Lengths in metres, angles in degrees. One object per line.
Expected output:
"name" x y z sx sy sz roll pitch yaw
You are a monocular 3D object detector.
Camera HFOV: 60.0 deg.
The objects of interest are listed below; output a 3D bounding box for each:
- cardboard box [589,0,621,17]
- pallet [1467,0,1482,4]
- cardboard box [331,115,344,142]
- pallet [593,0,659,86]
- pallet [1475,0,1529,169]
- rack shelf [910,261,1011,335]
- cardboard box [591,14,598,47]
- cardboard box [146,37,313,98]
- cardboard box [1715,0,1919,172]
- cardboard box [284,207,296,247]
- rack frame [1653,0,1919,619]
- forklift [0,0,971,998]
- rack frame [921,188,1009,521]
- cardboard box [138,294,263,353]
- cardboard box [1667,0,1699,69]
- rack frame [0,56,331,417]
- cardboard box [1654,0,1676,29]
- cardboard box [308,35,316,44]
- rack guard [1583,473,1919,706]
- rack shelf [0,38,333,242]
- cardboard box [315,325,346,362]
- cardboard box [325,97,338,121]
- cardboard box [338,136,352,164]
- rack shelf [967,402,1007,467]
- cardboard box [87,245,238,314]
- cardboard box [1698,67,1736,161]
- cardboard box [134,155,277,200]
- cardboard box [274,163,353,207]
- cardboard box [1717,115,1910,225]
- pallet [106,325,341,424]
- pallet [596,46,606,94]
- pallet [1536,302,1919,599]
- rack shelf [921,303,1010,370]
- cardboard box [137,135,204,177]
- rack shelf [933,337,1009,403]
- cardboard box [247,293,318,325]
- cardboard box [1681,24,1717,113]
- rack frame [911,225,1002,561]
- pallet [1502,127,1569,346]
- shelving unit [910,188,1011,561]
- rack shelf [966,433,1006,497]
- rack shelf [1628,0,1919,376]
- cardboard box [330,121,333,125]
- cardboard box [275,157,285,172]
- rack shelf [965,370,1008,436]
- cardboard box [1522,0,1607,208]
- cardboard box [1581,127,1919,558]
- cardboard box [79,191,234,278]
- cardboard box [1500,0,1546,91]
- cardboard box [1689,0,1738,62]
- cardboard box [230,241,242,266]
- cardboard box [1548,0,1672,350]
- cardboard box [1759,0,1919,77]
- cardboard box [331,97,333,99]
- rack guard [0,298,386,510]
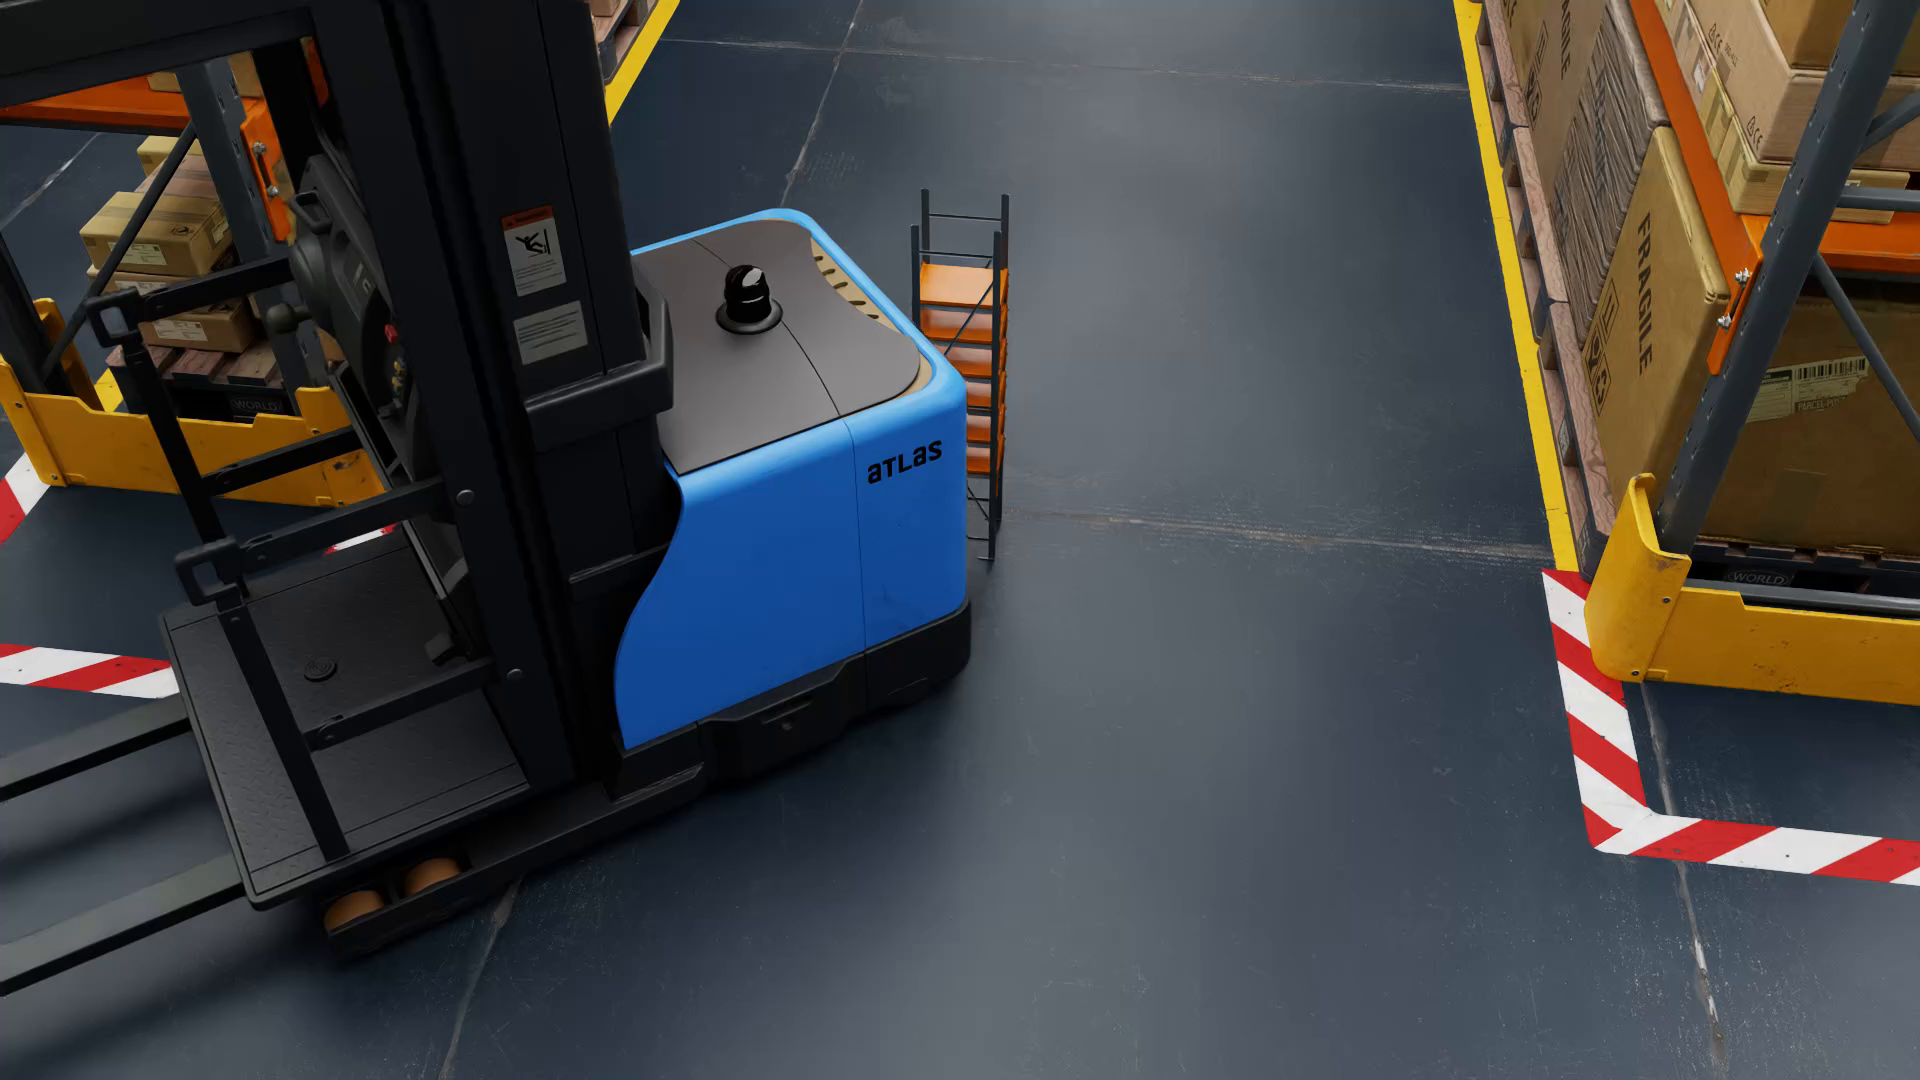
"cardboard box" -1.723 -2.477 7.452 0.380 0.149 0.250 4 44 4
"pallet" 3.010 -3.014 8.279 1.003 0.211 1.213 5 44 6
"cardboard box" -2.015 -1.482 5.969 0.380 0.149 0.250 3 44 3
"pallet" -1.974 -2.540 7.779 1.003 0.211 1.213 5 44 6
"pallet" 2.805 -1.970 7.177 1.003 0.211 1.213 5 44 6
"rack shelf" 0.002 -0.675 4.631 0.258 0.103 0.180 5 44 6
"cardboard box" -1.771 -2.127 7.083 0.380 0.149 0.250 5 44 5
"cardboard box" -2.082 -1.387 4.716 0.380 0.149 0.250 5 44 5
"cardboard box" 2.255 -1.175 4.202 0.500 0.250 0.500 5 44 5
"cardboard box" -2.043 -0.947 5.403 0.380 0.149 0.250 3 44 4
"rack frame" 2.454 -0.767 3.879 1.000 3.000 0.127 5 44 6
"forklift" -1.501 -0.447 3.590 3.031 2.935 1.130 -22 48 -22
"rack frame" 0.014 -0.508 4.914 0.240 1.200 0.006 5 44 6
"cardboard box" -2.586 -0.782 5.662 0.380 0.149 0.250 6 44 6
"cardboard box" 2.276 -1.468 4.801 0.380 0.149 0.250 6 44 6
"rack frame" -2.449 -1.287 4.428 1.000 3.000 0.127 5 44 6
"cardboard box" 2.308 -1.645 4.988 0.380 0.149 0.250 4 44 5
"cardboard box" -2.089 -1.564 4.903 0.380 0.149 0.250 7 44 7
"rack guard" 2.451 0.157 4.721 1.175 0.500 0.348 5 44 6
"rack shelf" -2.185 -2.389 6.114 1.077 0.370 4.000 5 44 6
"cardboard box" -2.063 -0.732 5.610 0.380 0.149 0.250 6 44 6
"cardboard box" -2.540 -1.606 6.317 0.380 0.149 0.250 6 44 6
"cardboard box" -1.966 -1.305 5.782 0.380 0.149 0.250 5 44 5
"rack shelf" 0.002 -0.326 4.961 0.258 0.103 0.180 5 44 6
"cardboard box" -2.662 -0.898 5.568 0.380 0.149 0.250 4 44 4
"cardboard box" 2.207 -1.126 4.440 0.380 0.149 0.250 6 44 6
"cardboard box" -2.540 -1.170 5.640 0.380 0.149 0.250 6 44 6
"cardboard box" -2.126 -1.145 5.613 0.380 0.149 0.250 6 44 6
"cardboard box" 2.175 -0.949 4.253 0.380 0.149 0.250 6 44 6
"pallet" -2.297 -0.877 6.022 1.003 0.211 1.213 5 44 6
"pallet" -2.133 -1.706 6.898 1.003 0.211 1.213 5 44 6
"pallet" 2.482 -0.307 5.421 1.003 0.211 1.213 5 44 6
"rack shelf" 0.002 -0.588 4.713 0.258 0.103 0.180 5 44 6
"cardboard box" -2.632 -1.358 5.838 0.380 0.149 0.250 4 44 5
"rack shelf" 0.002 -0.500 4.796 0.258 0.103 0.180 5 44 6
"cardboard box" -2.126 -0.846 5.514 0.380 0.149 0.250 7 44 7
"cardboard box" 2.242 -1.298 4.622 0.380 0.149 0.250 5 44 6
"rack frame" -0.010 -0.383 4.782 0.240 1.200 0.006 5 44 6
"pallet" 2.646 -1.136 6.296 1.003 0.211 1.213 5 44 6
"shelving unit" 0.002 -0.446 4.848 0.258 1.200 0.189 5 44 6
"rack shelf" 0.002 -0.239 5.043 0.258 0.103 0.180 5 44 6
"rack shelf" 2.718 -1.869 5.566 1.077 0.370 4.000 5 44 6
"cardboard box" -2.458 -1.426 6.126 0.380 0.149 0.250 5 44 5
"cardboard box" -2.595 -1.252 5.943 0.380 0.149 0.250 4 44 4
"rack shelf" 0.002 -0.413 4.878 0.258 0.103 0.180 5 44 6
"cardboard box" 2.697 -1.818 6.229 0.875 0.875 0.875 5 44 6
"cardboard box" 2.459 -0.592 4.933 0.875 0.875 0.875 5 44 6
"cardboard box" -2.630 -1.004 5.464 0.380 0.149 0.250 6 44 6
"cardboard box" 2.816 -2.432 6.877 0.875 0.875 0.875 5 44 6
"cardboard box" 2.323 -1.521 4.567 0.500 0.250 0.500 5 44 5
"cardboard box" -2.574 -1.071 5.751 0.380 0.149 0.250 4 44 5
"cardboard box" 2.579 -1.212 5.588 0.875 0.875 0.875 5 44 6
"cardboard box" 2.258 -1.449 3.946 0.500 0.500 0.500 6 44 6
"cardboard box" -2.555 -1.717 6.217 0.380 0.149 0.250 7 44 7
"rack guard" -2.439 -0.431 5.342 1.175 0.500 0.348 5 44 6
